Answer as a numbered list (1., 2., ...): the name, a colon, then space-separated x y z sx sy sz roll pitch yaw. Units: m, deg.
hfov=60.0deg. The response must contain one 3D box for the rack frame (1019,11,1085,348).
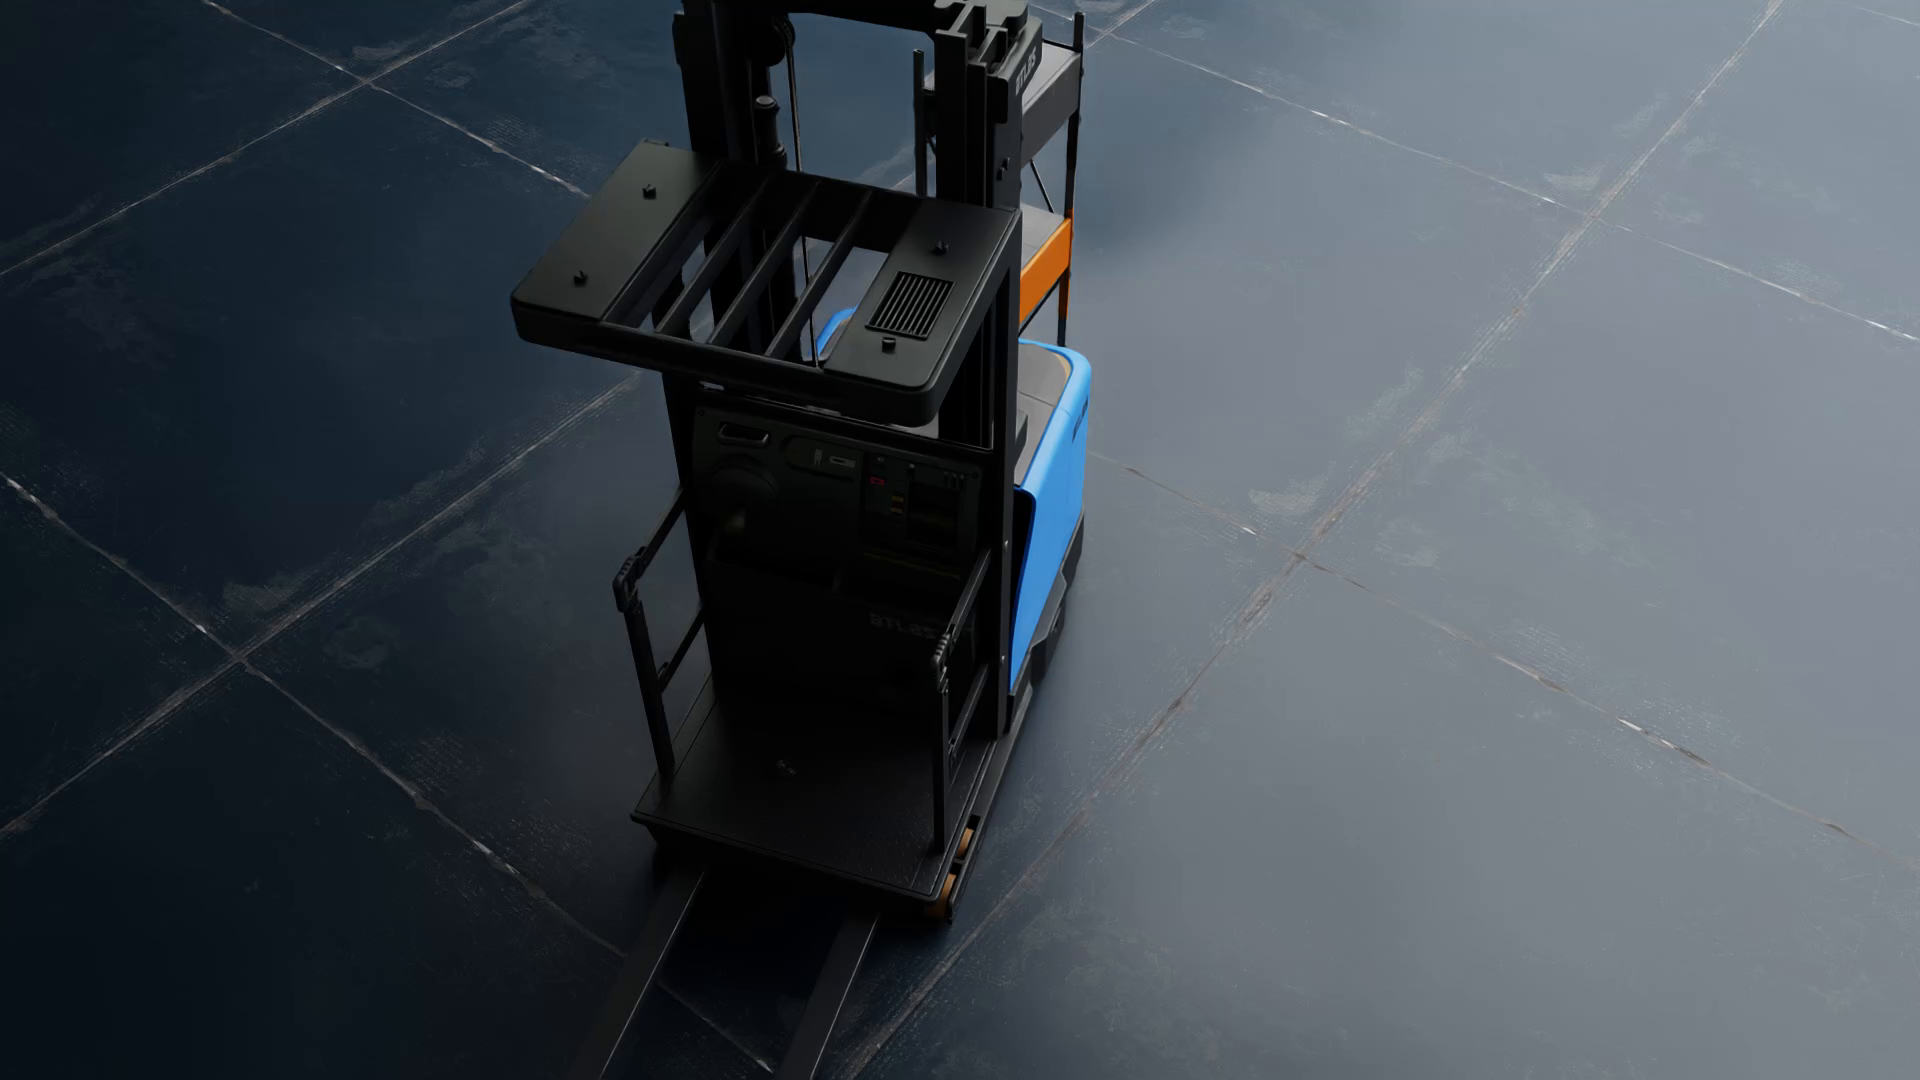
1. rack frame: 0.255 -1.161 6.572 0.400 2.100 0.015 22 50 19

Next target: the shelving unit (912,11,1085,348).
1. shelving unit: 0.138 -1.006 6.424 0.431 2.100 0.503 22 50 19

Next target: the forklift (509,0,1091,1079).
1. forklift: -0.447 -0.055 4.941 1.130 2.935 3.031 13 48 12

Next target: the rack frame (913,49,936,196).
1. rack frame: 0.021 -0.851 6.276 0.400 2.100 0.015 22 50 19

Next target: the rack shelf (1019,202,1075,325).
1. rack shelf: 0.138 -0.997 6.433 0.431 0.518 0.480 22 50 19

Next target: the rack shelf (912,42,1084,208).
1. rack shelf: 0.138 -1.480 5.927 0.431 0.518 0.480 22 50 19
